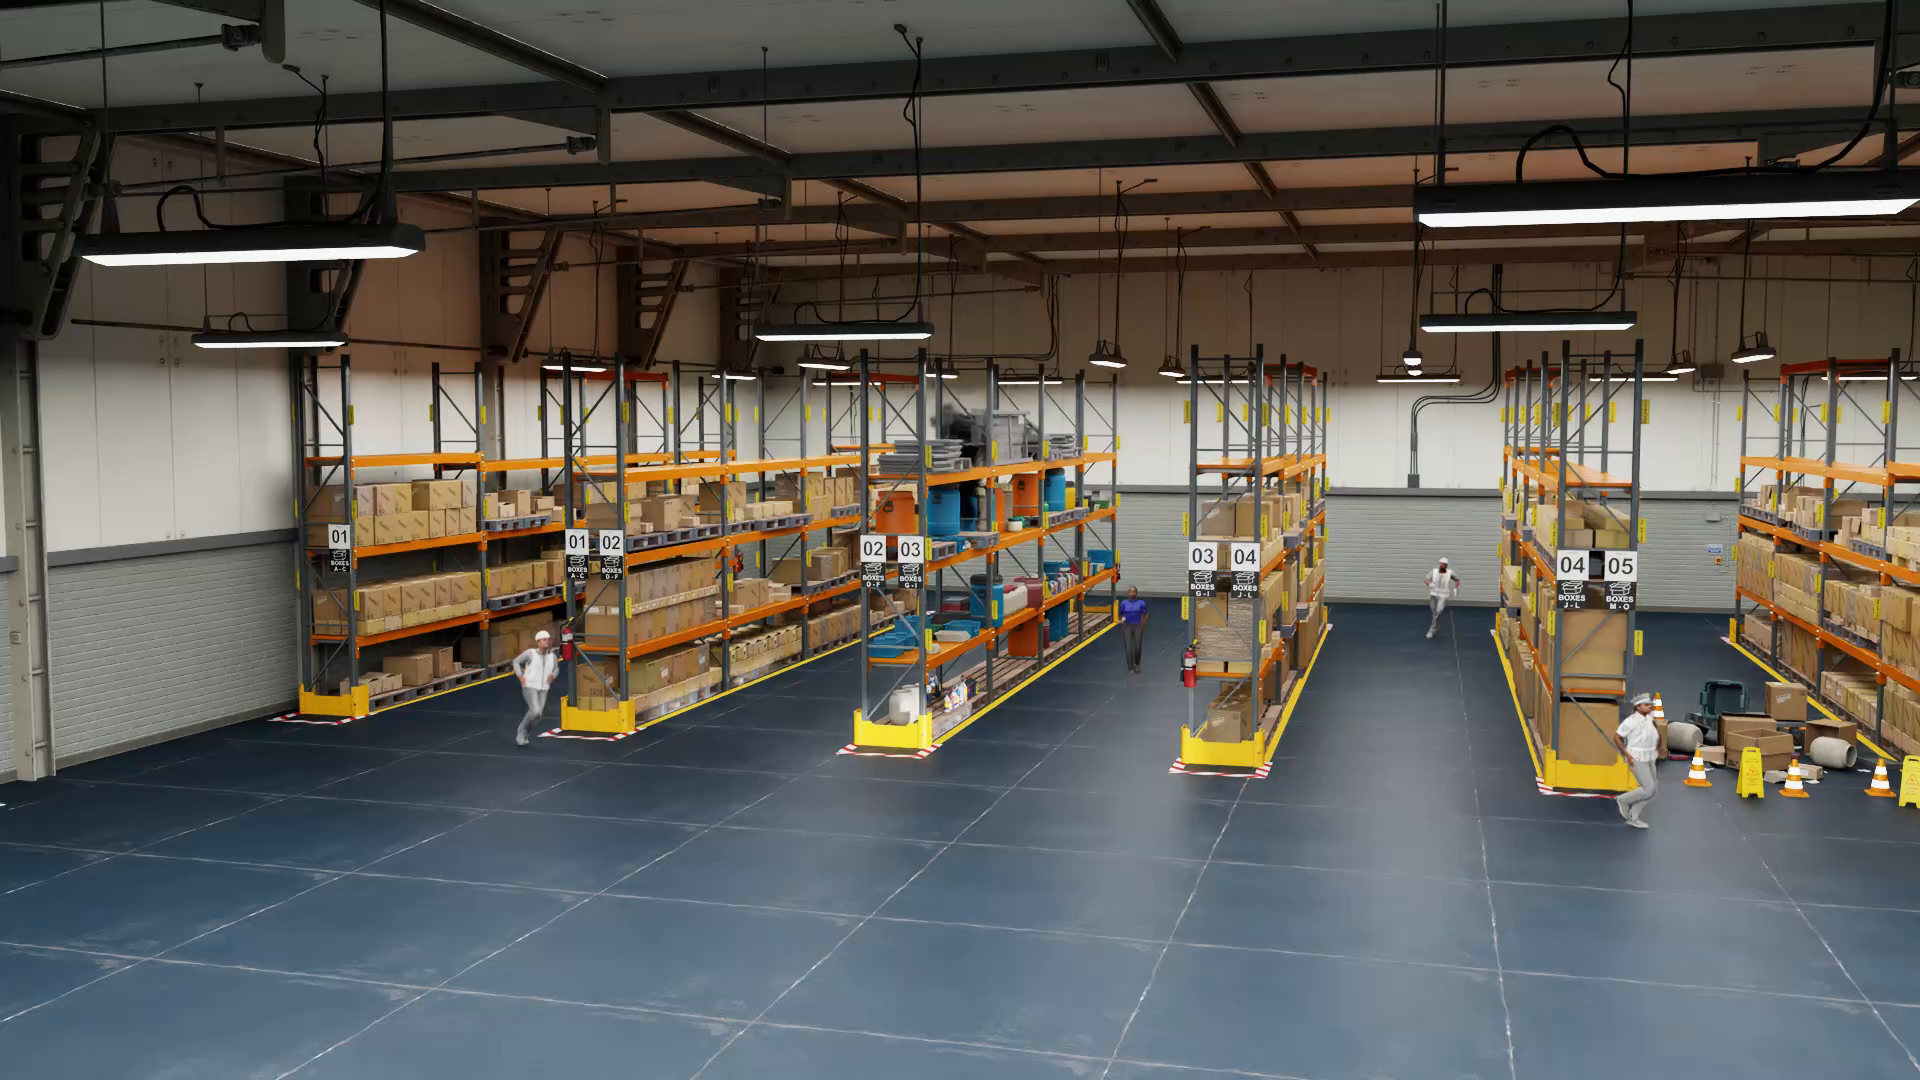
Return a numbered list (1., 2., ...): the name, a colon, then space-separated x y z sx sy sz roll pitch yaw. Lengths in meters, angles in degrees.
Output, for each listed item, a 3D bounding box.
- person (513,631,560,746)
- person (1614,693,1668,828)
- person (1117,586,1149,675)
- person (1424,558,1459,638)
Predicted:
1. person: -6.418 2.238 25.269 0.690 1.720 0.619 -4 6 -45
2. person: 8.273 2.668 20.124 0.554 1.656 0.554 -3 5 -33
3. person: 3.130 1.651 30.173 0.572 1.612 0.537 1 4 9
4. person: 10.867 1.286 37.630 0.718 1.793 0.936 3 5 31
